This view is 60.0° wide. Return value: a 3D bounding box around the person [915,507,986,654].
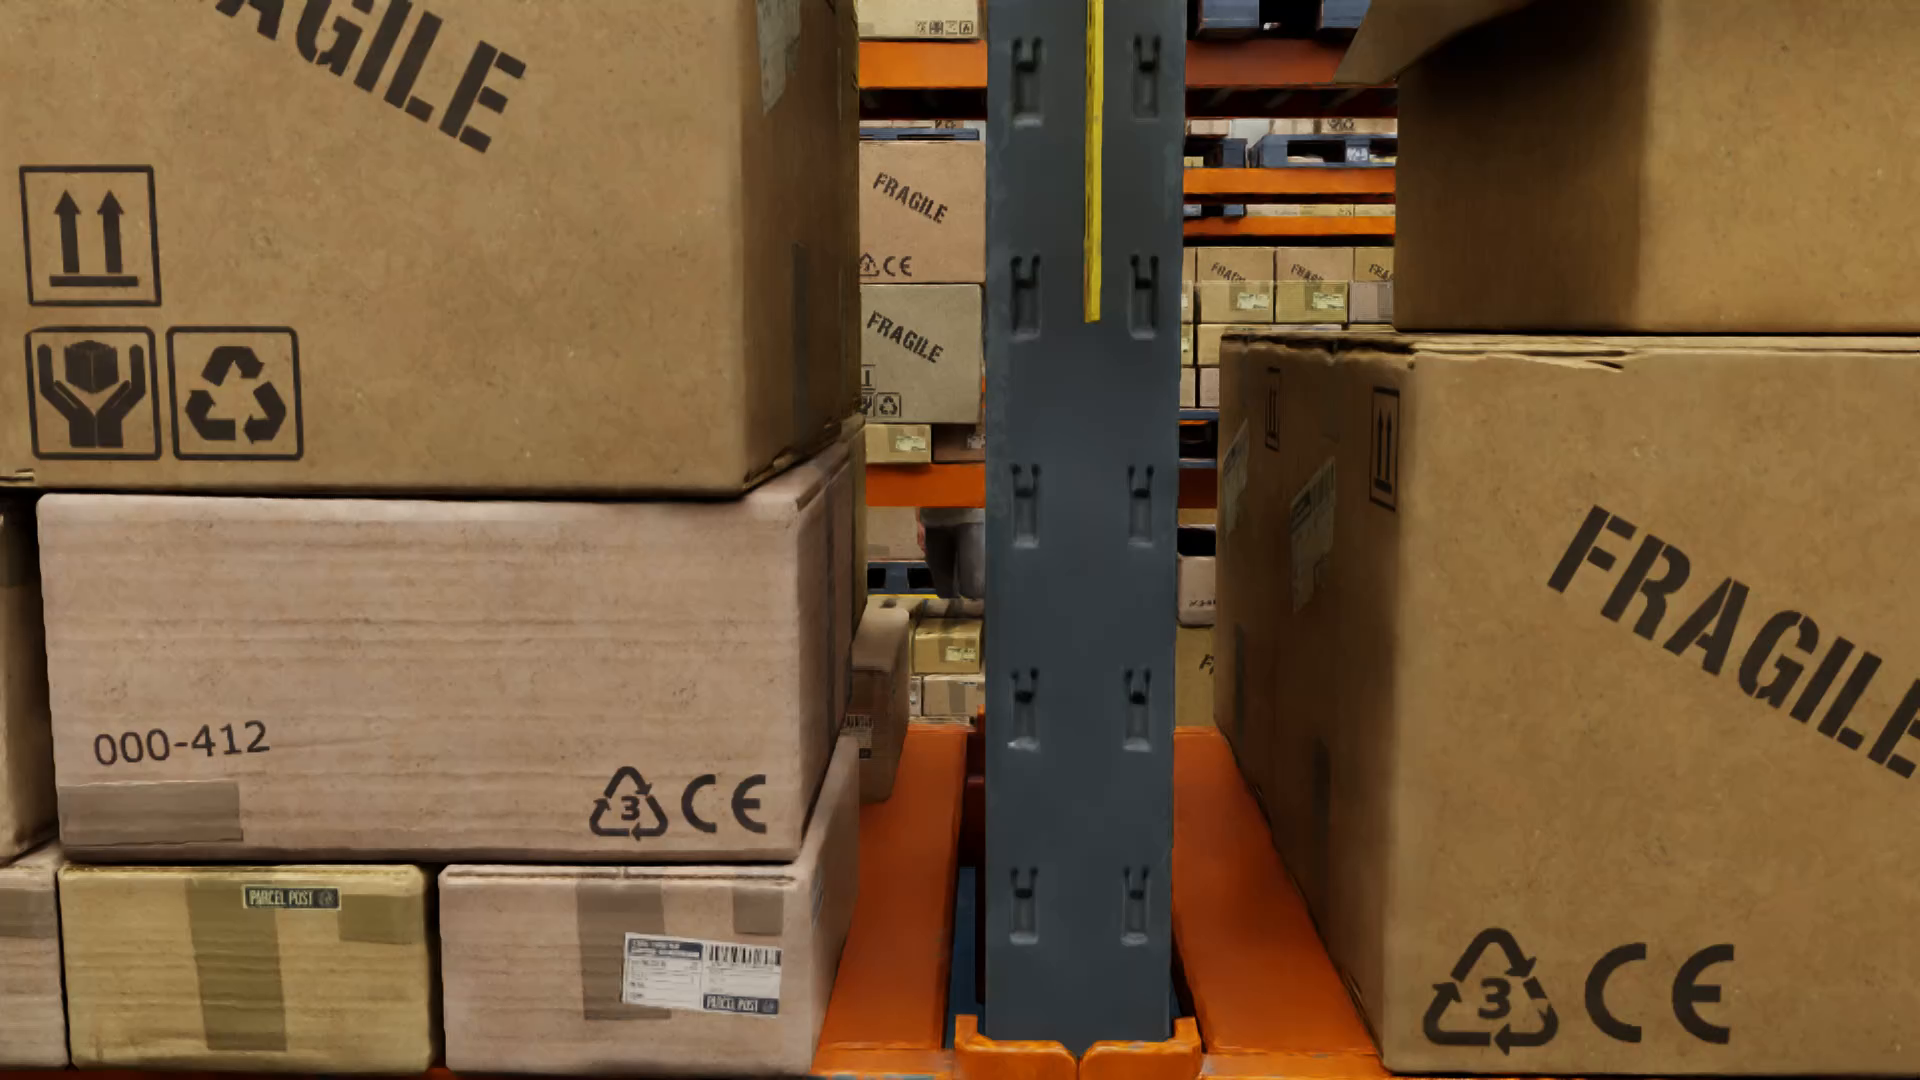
[{"bbox_3d":[0.006,-0.042,8.200,0.507,1.615,0.375,3,8,25],"label":"person"}]
